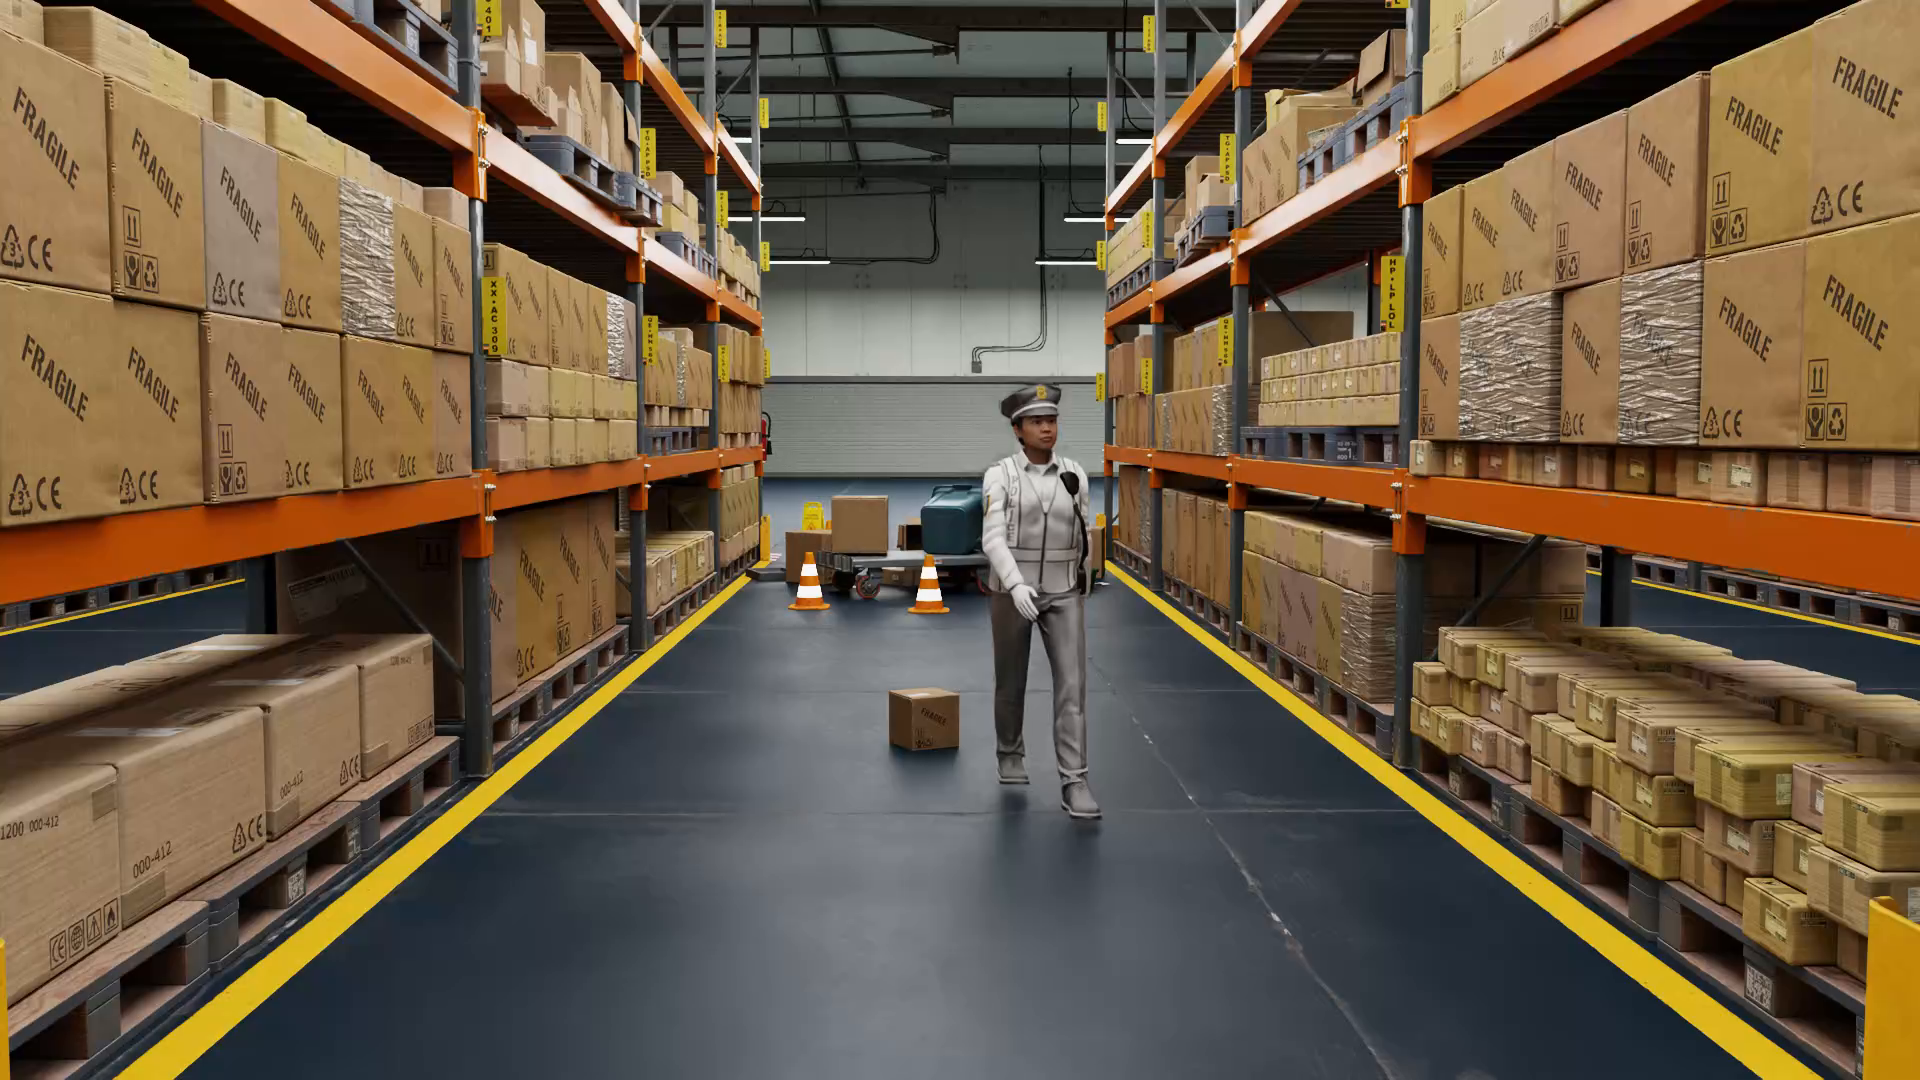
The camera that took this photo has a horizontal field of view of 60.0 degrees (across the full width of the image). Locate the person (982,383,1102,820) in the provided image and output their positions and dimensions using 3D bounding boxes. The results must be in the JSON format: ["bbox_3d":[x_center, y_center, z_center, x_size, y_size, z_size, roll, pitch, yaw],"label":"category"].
[{"bbox_3d":[0.319,0.209,6.477,0.475,1.634,1.005,0,4,-7],"label":"person"}]
